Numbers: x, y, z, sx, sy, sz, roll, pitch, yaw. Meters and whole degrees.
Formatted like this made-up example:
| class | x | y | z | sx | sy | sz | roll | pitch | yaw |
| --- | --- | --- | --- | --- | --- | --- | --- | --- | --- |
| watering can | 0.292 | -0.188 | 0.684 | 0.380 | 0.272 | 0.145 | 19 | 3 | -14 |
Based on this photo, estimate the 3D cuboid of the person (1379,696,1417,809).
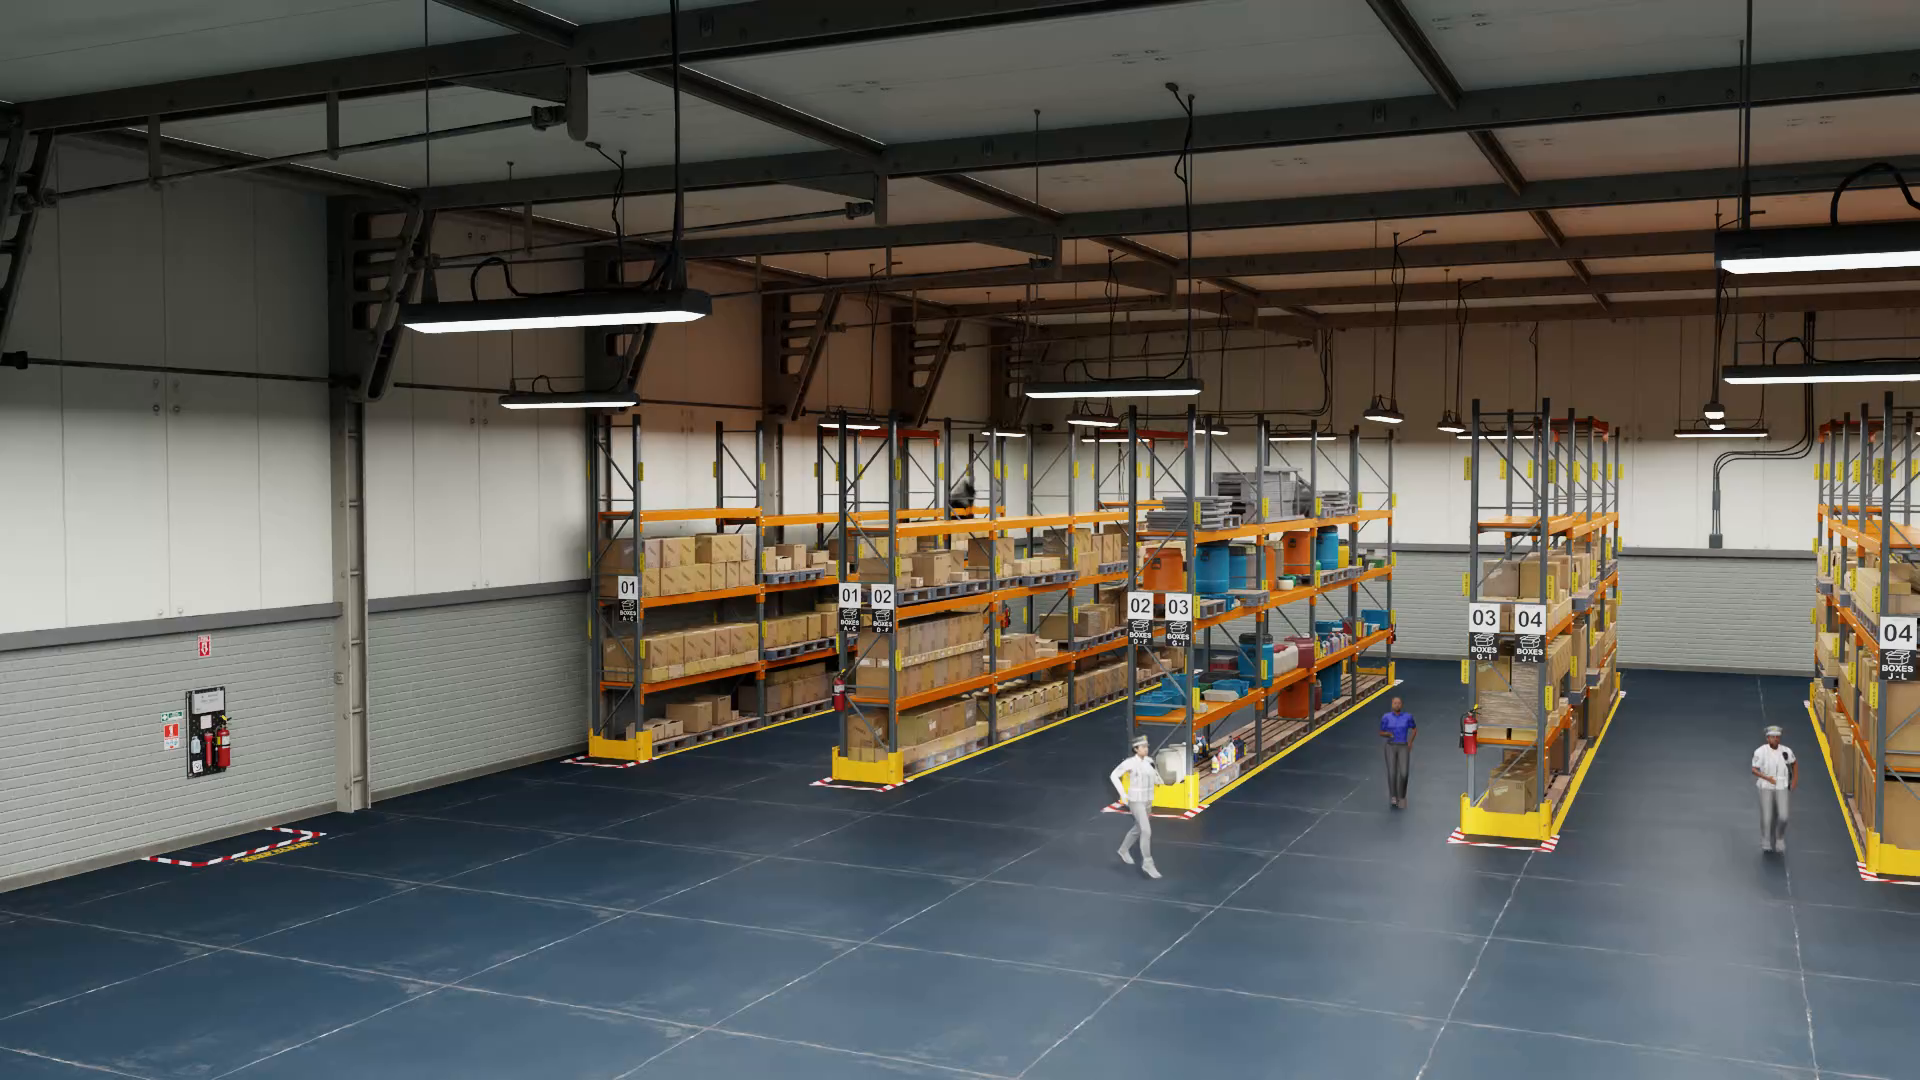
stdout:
| class | x | y | z | sx | sy | sz | roll | pitch | yaw |
| --- | --- | --- | --- | --- | --- | --- | --- | --- | --- |
| person | 6.513 | 3.168 | 24.737 | 0.555 | 1.684 | 0.660 | 1 | 2 | 15 |

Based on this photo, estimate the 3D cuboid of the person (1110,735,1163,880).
| class | x | y | z | sx | sy | sz | roll | pitch | yaw |
| --- | --- | --- | --- | --- | --- | --- | --- | --- | --- |
| person | 2.240 | 3.288 | 20.740 | 0.591 | 1.733 | 0.838 | -2 | 3 | -42 |

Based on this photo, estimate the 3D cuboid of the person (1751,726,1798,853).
| class | x | y | z | sx | sy | sz | roll | pitch | yaw |
| --- | --- | --- | --- | --- | --- | --- | --- | --- | --- |
| person | 10.685 | 3.273 | 21.773 | 0.595 | 1.672 | 0.641 | 1 | 2 | 15 |
